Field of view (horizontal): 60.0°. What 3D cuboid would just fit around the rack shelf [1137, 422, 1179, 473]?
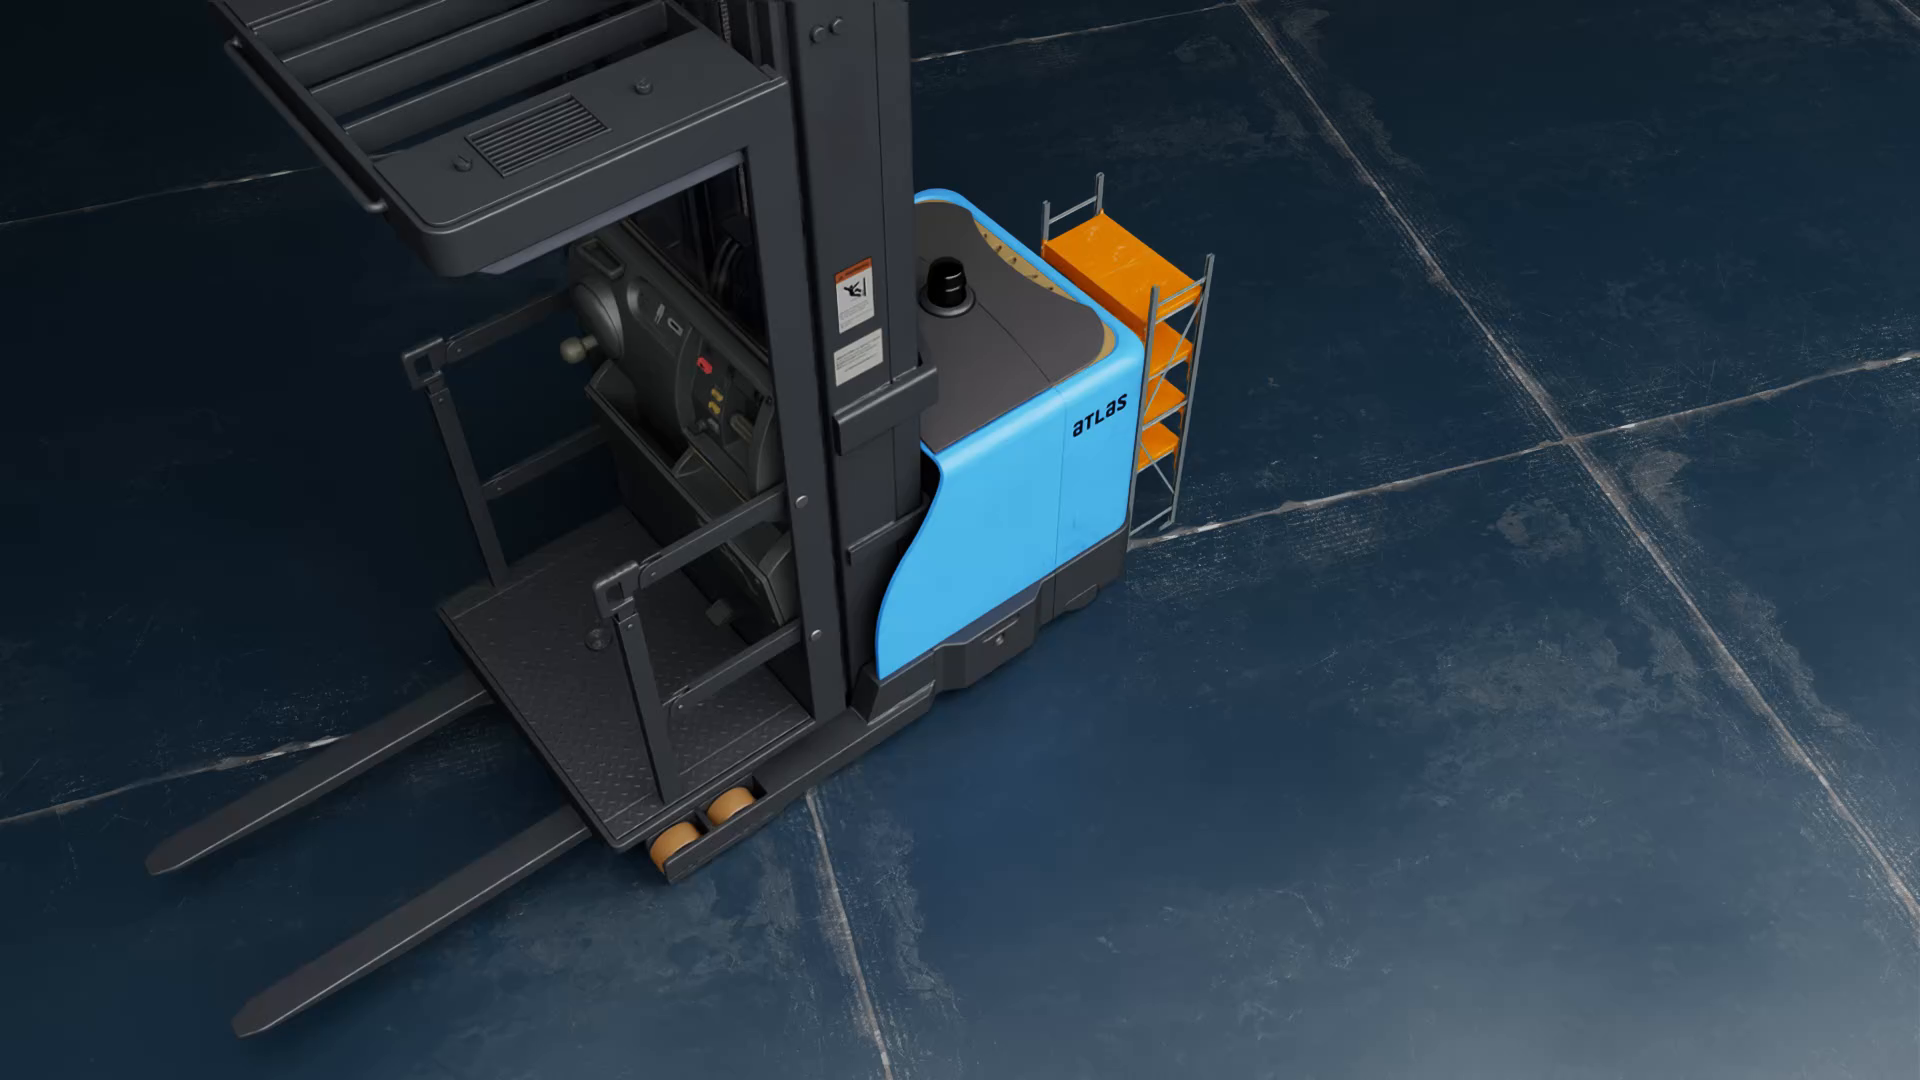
[{"bbox_3d":[0.497,-0.371,5.625,0.258,0.148,0.480,-31,57,-24],"label":"rack shelf"}]

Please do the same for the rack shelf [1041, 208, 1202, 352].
[{"bbox_3d":[0.498,-0.796,5.122,0.258,0.148,0.480,-31,57,-24],"label":"rack shelf"}]

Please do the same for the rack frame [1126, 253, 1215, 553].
[{"bbox_3d":[0.649,-0.396,5.299,0.240,1.200,0.015,-31,57,-24],"label":"rack frame"}]

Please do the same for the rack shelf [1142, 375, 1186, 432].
[{"bbox_3d":[0.498,-0.499,5.474,0.258,0.148,0.480,-31,57,-24],"label":"rack shelf"}]

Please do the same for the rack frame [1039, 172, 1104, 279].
[{"bbox_3d":[0.346,-0.689,5.545,0.240,1.200,0.015,-31,57,-24],"label":"rack frame"}]

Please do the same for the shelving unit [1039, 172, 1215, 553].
[{"bbox_3d":[0.498,-0.543,5.422,0.258,1.200,0.503,-31,57,-24],"label":"shelving unit"}]

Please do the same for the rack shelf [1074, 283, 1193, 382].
[{"bbox_3d":[0.498,-0.644,5.303,0.258,0.148,0.480,-31,57,-24],"label":"rack shelf"}]

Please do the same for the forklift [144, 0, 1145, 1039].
[{"bbox_3d":[-0.913,-0.413,4.182,3.031,2.935,1.130,-31,57,-24],"label":"forklift"}]
